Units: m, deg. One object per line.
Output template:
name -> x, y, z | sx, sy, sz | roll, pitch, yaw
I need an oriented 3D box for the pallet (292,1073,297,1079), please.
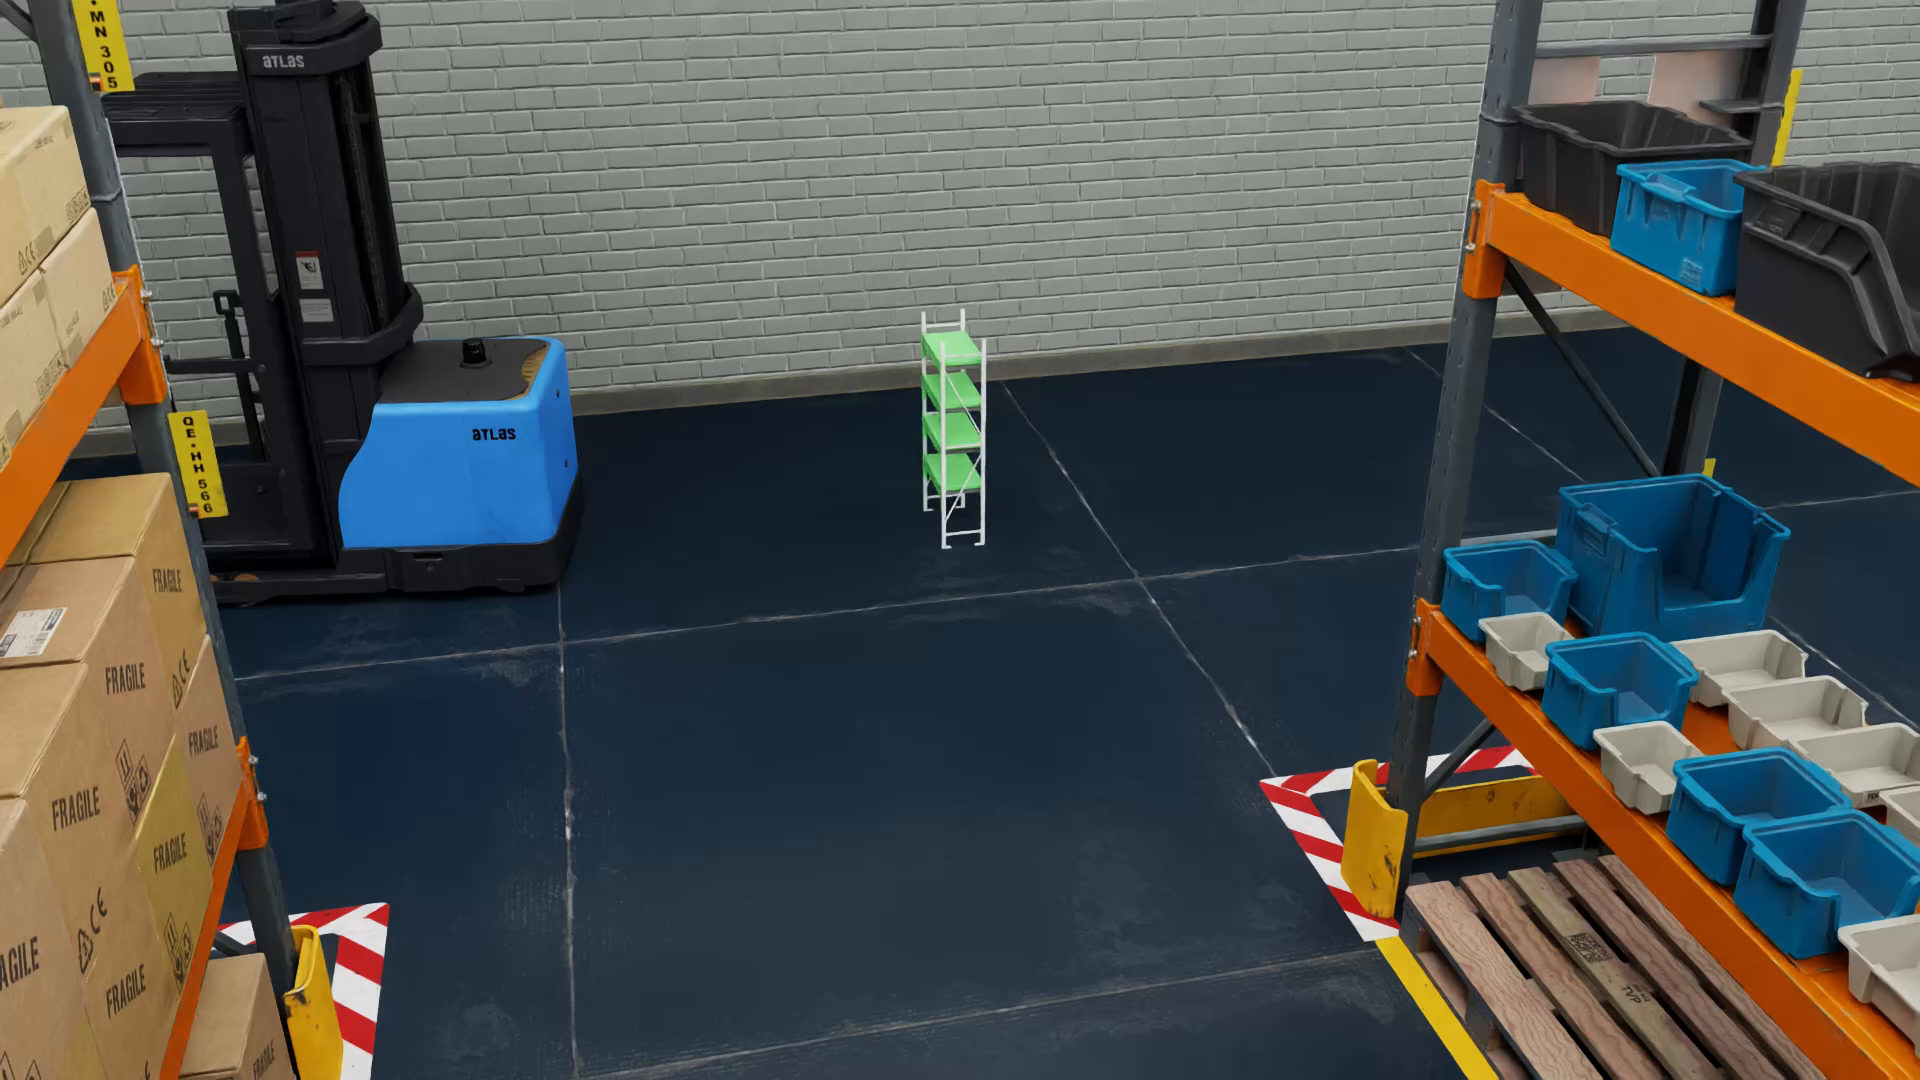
pallet -> -2.501, 2.122, 4.811 | 1.003, 0.211, 1.213 | -6, 27, -12

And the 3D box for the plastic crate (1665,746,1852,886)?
plastic crate -> 2.159, 0.761, 4.533 | 0.416, 0.233, 0.300 | -6, 27, -12

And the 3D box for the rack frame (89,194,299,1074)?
rack frame -> -2.699, 0.494, 4.942 | 1.000, 3.000, 0.127 | -6, 27, -12

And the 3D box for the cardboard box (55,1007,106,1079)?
cardboard box -> -1.992, 1.287, 3.261 | 0.500, 0.500, 0.500 | -6, 27, -12

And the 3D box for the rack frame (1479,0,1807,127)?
rack frame -> 2.128, -2.685, 4.583 | 1.000, 3.000, 0.127 | -6, 27, -12

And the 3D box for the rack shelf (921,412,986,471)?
rack shelf -> -0.037, -0.551, 9.152 | 0.258, 0.148, 0.480 | -6, 27, -12

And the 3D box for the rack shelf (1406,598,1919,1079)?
rack shelf -> 2.578, 1.192, 4.358 | 1.077, 0.370, 4.000 | -6, 27, -12

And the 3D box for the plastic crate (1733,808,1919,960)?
plastic crate -> 2.227, 0.892, 4.272 | 0.416, 0.233, 0.300 | -6, 27, -12

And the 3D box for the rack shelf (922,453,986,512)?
rack shelf -> -0.037, -0.337, 9.261 | 0.258, 0.148, 0.480 | -6, 27, -12

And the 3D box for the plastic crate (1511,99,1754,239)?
plastic crate -> 1.943, -1.091, 4.898 | 0.497, 0.269, 0.590 | -6, 27, -12

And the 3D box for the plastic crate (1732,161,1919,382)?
plastic crate -> 2.204, -0.620, 3.889 | 0.504, 0.338, 0.767 | -6, 27, -12

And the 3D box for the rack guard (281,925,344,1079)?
rack guard -> -2.682, 1.643, 5.439 | 1.175, 0.500, 0.348 | -6, 27, -12

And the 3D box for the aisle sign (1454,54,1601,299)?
aisle sign -> 1.822, -1.169, 5.352 | 0.394, 0.787, 0.004 | -6, 27, -12

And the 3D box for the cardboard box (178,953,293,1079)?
cardboard box -> -2.337, 1.627, 4.983 | 0.500, 0.500, 0.500 | -6, 27, -12

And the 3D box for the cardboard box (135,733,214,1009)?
cardboard box -> -2.213, 0.846, 4.134 | 0.500, 0.500, 0.500 | -6, 27, -11

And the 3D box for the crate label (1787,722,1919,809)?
crate label -> 2.626, 0.672, 4.816 | 0.396, 0.136, 0.243 | -6, 27, -12

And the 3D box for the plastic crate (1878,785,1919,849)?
plastic crate -> 2.710, 0.800, 4.562 | 0.298, 0.136, 0.250 | -6, 27, -12

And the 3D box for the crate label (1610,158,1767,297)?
crate label -> 2.021, -0.842, 4.425 | 0.408, 0.251, 0.502 | -6, 27, -12

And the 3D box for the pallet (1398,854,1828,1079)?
pallet -> 2.276, 1.604, 5.838 | 1.003, 0.211, 1.213 | -6, 27, -12

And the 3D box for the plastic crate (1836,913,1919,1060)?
plastic crate -> 2.344, 1.106, 3.956 | 0.293, 0.136, 0.466 | -6, 27, -12

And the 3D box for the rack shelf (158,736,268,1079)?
rack shelf -> -2.248, 1.693, 3.365 | 1.077, 0.370, 4.000 | -6, 27, -12

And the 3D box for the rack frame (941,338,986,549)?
rack frame -> 0.018, -0.501, 8.911 | 0.240, 1.200, 0.015 | -6, 27, -12

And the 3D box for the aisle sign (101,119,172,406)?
aisle sign -> -2.416, -0.727, 4.477 | 0.394, 0.787, 0.004 | -6, 27, -12

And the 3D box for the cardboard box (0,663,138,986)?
cardboard box -> -2.095, 0.619, 3.473 | 0.500, 0.500, 0.500 | -5, 27, -10

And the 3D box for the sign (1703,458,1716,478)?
sign -> 2.660, -0.143, 6.023 | 0.100, 0.325, 0.005 | -6, 27, -12

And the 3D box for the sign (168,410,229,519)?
sign -> -2.154, -0.211, 4.704 | 0.100, 0.325, 0.005 | -6, 27, -12

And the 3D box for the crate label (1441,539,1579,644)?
crate label -> 1.863, 0.183, 5.678 | 0.416, 0.233, 0.303 | -6, 27, -12

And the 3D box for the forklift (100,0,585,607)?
forklift -> -3.623, -1.207, 8.388 | 3.031, 2.935, 1.130 | -2, 27, -3

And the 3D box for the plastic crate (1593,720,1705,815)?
plastic crate -> 2.007, 0.673, 4.815 | 0.250, 0.136, 0.298 | -6, 27, -12

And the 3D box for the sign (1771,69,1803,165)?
sign -> 2.660, -1.363, 5.408 | 0.100, 0.325, 0.005 | -6, 27, -12

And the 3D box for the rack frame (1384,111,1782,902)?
rack frame -> 2.128, -0.007, 5.935 | 1.000, 3.000, 0.127 | -6, 27, -12

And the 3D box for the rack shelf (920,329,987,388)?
rack shelf -> -0.037, -0.980, 8.936 | 0.258, 0.148, 0.480 | -6, 27, -12

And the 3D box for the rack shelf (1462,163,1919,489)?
rack shelf -> 2.578, -0.147, 3.682 | 1.077, 0.370, 4.000 | -6, 27, -12

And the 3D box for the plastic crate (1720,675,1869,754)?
plastic crate -> 2.539, 0.552, 5.053 | 0.396, 0.136, 0.243 | -6, 27, -12

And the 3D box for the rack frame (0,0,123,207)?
rack frame -> -2.699, -2.184, 3.590 | 1.000, 3.000, 0.127 | -6, 27, -12

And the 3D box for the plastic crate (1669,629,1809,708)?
plastic crate -> 2.488, 0.423, 5.308 | 0.396, 0.136, 0.243 | -6, 27, -12

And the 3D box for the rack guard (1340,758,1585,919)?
rack guard -> 2.110, 1.100, 6.517 | 1.175, 0.500, 0.348 | -6, 27, -12

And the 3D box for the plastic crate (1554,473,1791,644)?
plastic crate -> 2.385, 0.078, 5.660 | 0.616, 0.435, 0.499 | -6, 27, -12

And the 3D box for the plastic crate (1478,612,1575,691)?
plastic crate -> 1.854, 0.375, 5.405 | 0.250, 0.136, 0.298 | -6, 27, -12

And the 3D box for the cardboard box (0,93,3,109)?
cardboard box -> -2.567, -1.112, 3.575 | 0.700, 0.500, 0.500 | -6, 27, -12

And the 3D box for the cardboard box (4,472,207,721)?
cardboard box -> -2.331, 0.171, 4.362 | 0.500, 0.500, 0.500 | -6, 27, -12

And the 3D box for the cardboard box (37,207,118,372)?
cardboard box -> -2.326, -0.579, 3.906 | 0.500, 0.250, 0.500 | -6, 27, -12

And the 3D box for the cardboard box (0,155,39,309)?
cardboard box -> -2.222, -0.582, 3.357 | 0.500, 0.250, 0.500 | -6, 27, -12

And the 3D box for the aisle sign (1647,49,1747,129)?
aisle sign -> 2.397, -1.229, 5.471 | 0.394, 0.787, 0.004 | -6, 27, -12

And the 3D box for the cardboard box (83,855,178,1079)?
cardboard box -> -2.106, 1.066, 3.699 | 0.500, 0.500, 0.500 | -6, 27, -11

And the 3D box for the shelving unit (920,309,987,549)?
shelving unit -> -0.037, -0.608, 9.124 | 0.258, 1.200, 0.503 | -6, 27, -12

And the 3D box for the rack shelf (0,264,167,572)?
rack shelf -> -2.248, 0.354, 2.689 | 1.077, 0.370, 4.000 | -6, 27, -12

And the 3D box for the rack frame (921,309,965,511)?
rack frame -> -0.092, -0.715, 9.336 | 0.240, 1.200, 0.015 | -6, 27, -12

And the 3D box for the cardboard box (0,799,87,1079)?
cardboard box -> -1.979, 0.845, 3.026 | 0.500, 0.500, 0.500 | -5, 27, -10

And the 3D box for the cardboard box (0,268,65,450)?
cardboard box -> -2.224, -0.359, 3.469 | 0.500, 0.250, 0.500 | -6, 27, -12

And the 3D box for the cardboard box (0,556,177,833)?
cardboard box -> -2.216, 0.392, 3.923 | 0.500, 0.500, 0.500 | -5, 27, -10

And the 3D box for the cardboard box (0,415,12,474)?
cardboard box -> -2.099, -0.140, 3.037 | 0.500, 0.250, 0.500 | -6, 27, -12

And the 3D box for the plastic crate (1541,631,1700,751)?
plastic crate -> 2.011, 0.472, 5.106 | 0.416, 0.233, 0.300 | -6, 27, -12

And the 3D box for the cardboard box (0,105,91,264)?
cardboard box -> -2.335, -0.801, 3.792 | 0.500, 0.250, 0.500 | -6, 27, -12

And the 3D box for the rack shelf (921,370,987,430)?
rack shelf -> -0.037, -0.766, 9.044 | 0.258, 0.148, 0.480 | -6, 27, -12

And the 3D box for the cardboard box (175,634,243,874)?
cardboard box -> -2.333, 0.619, 4.585 | 0.500, 0.500, 0.500 | -5, 27, -10

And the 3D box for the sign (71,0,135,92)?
sign -> -2.154, -1.288, 4.161 | 0.100, 0.325, 0.005 | -6, 27, -12
